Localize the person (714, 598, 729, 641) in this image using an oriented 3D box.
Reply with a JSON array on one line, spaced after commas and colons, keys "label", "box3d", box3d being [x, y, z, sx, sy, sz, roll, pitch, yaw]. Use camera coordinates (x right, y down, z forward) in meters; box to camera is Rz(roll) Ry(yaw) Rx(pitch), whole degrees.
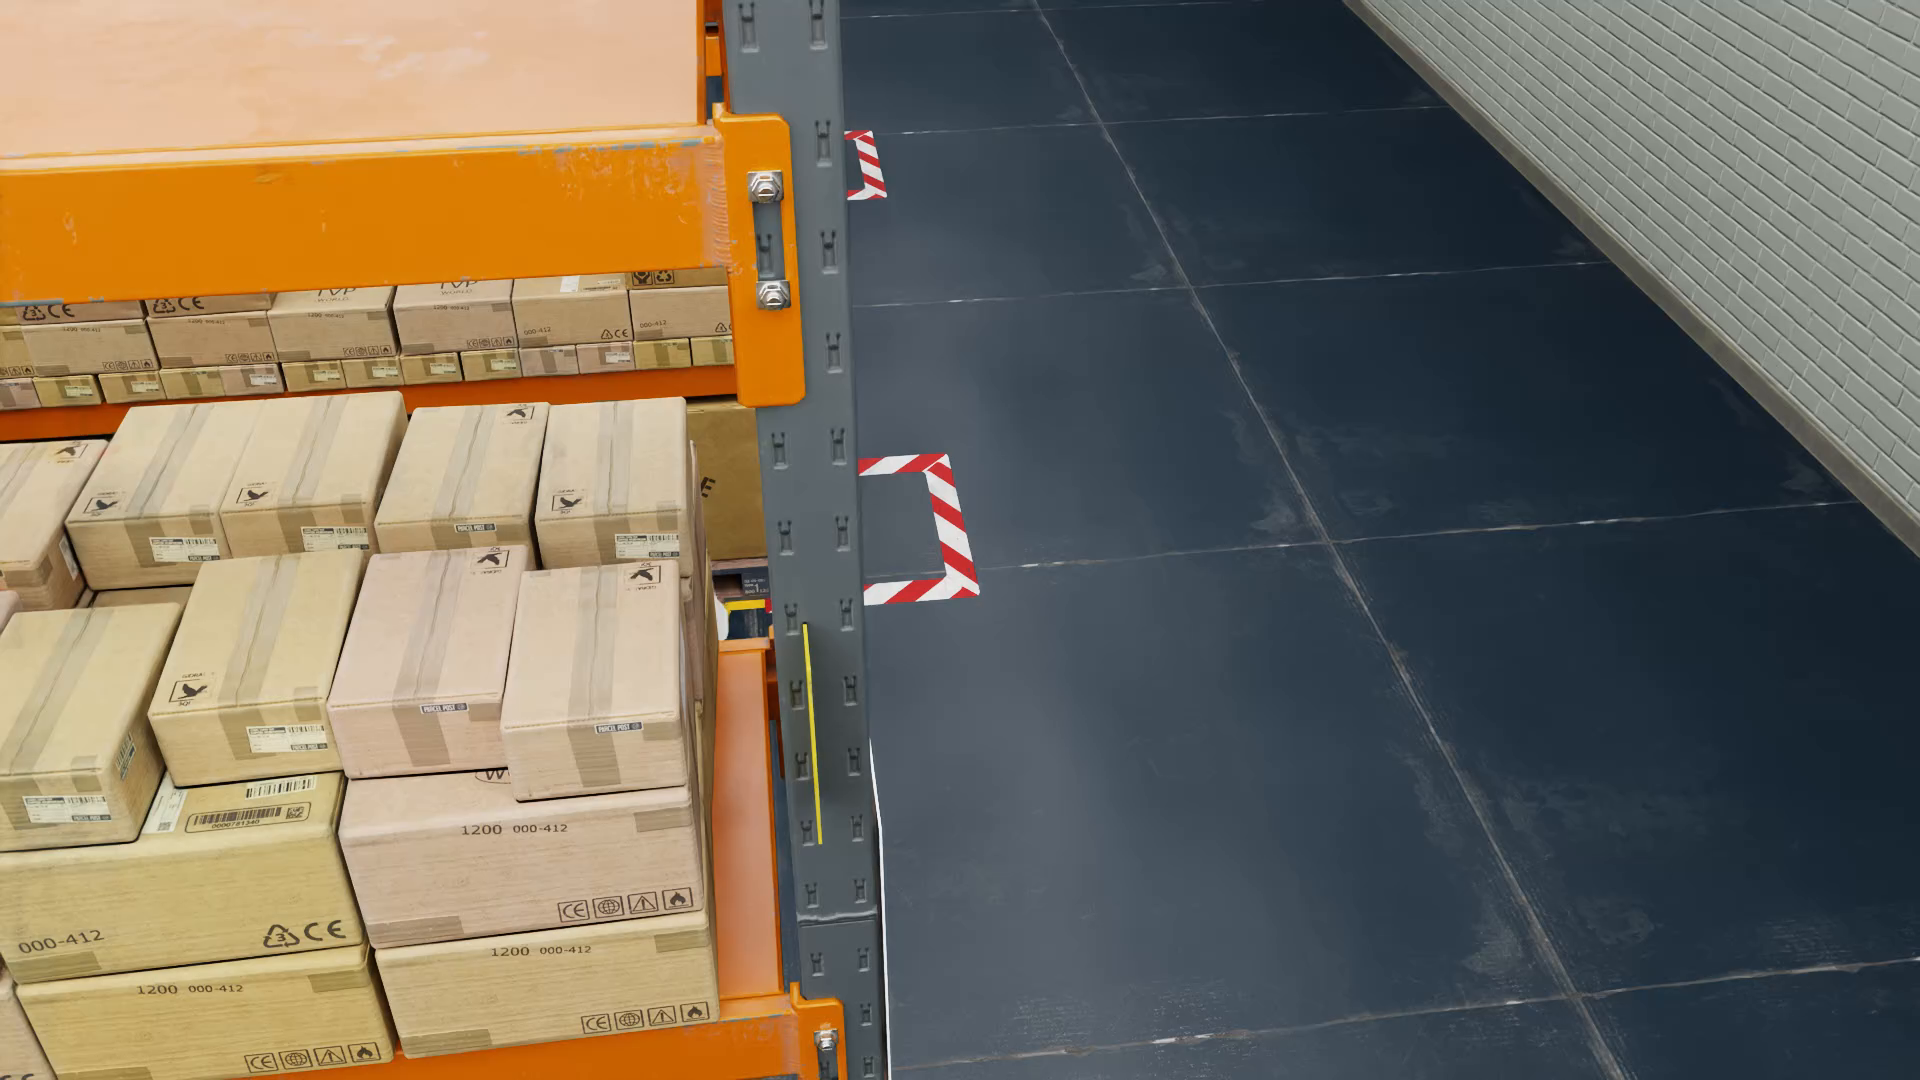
[{"label": "person", "box3d": [-1.420, 0.486, 7.172, 0.854, 0.988, 0.484, -5, 35, -6]}]
